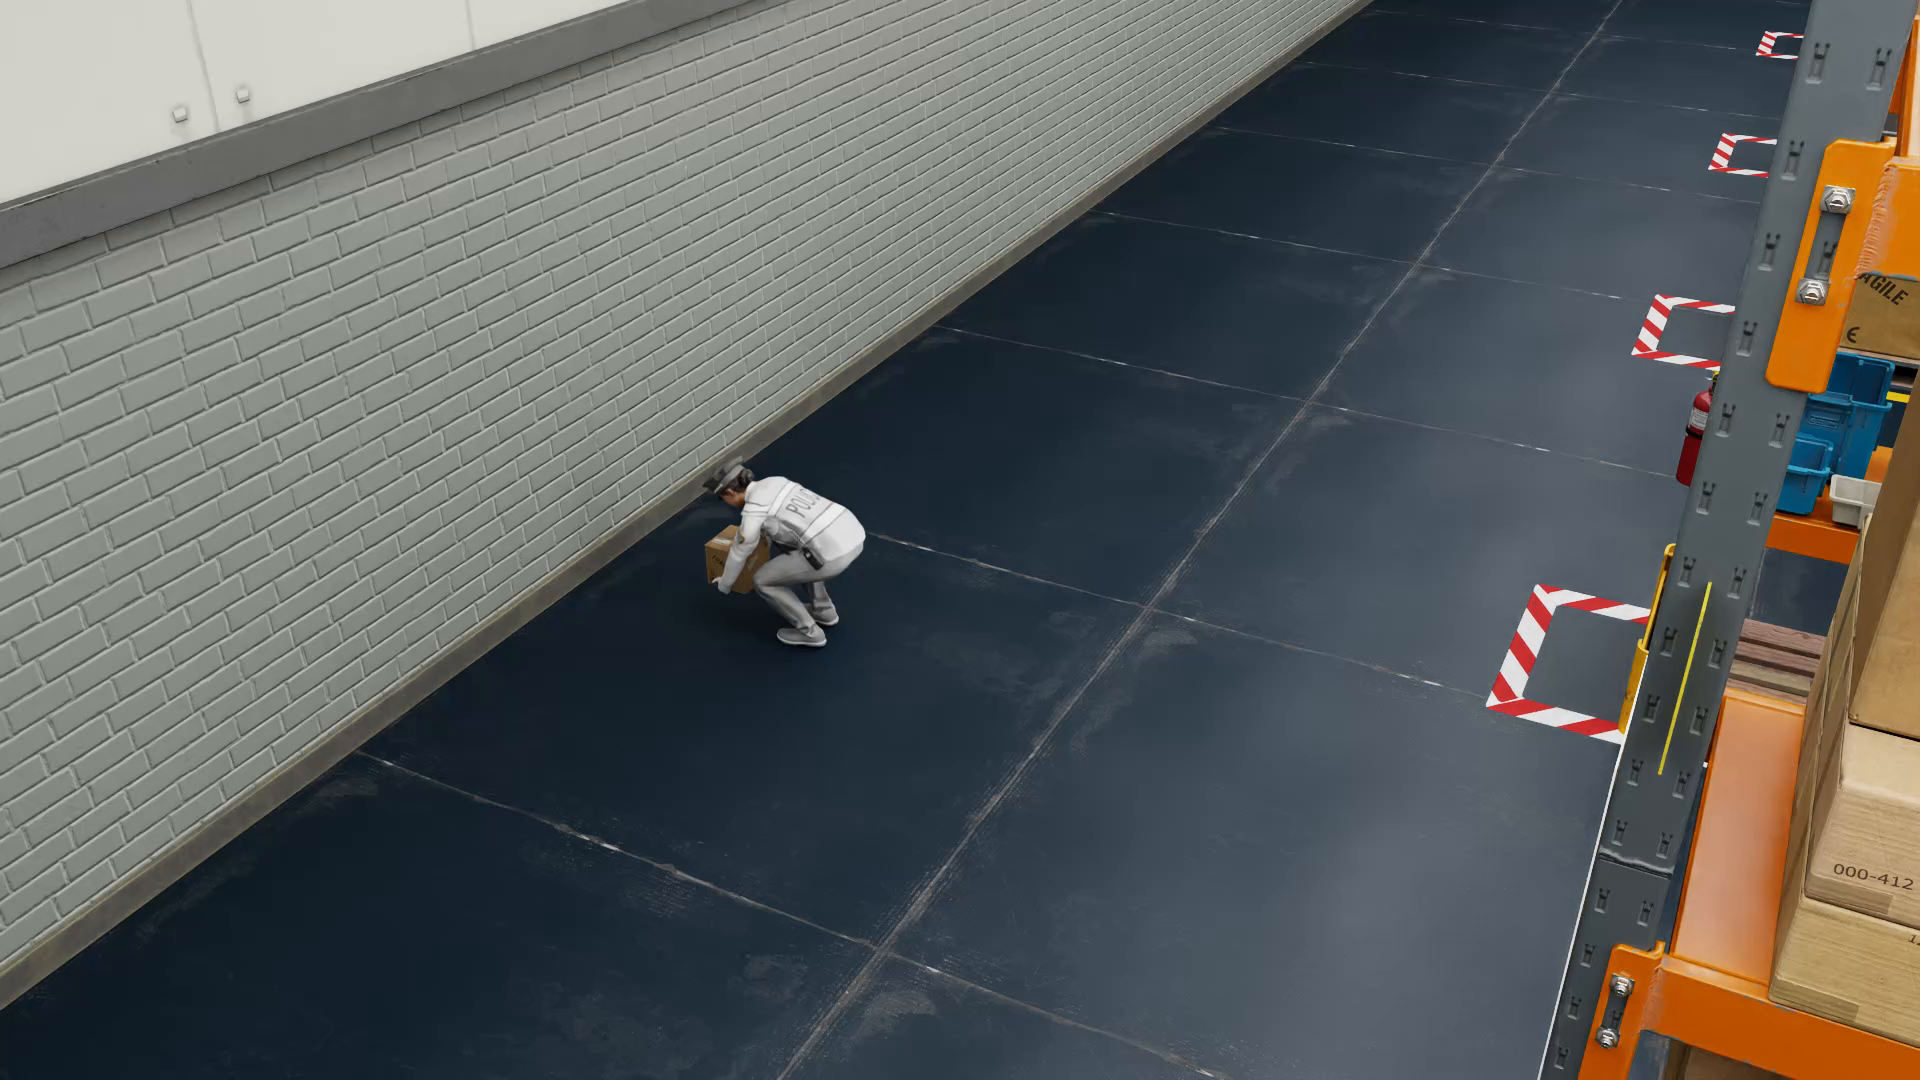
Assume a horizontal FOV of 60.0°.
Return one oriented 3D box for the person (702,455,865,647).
[{"bbox_3d":[-0.939,0.046,8.892,0.883,0.982,0.454,13,33,22],"label":"person"}]
